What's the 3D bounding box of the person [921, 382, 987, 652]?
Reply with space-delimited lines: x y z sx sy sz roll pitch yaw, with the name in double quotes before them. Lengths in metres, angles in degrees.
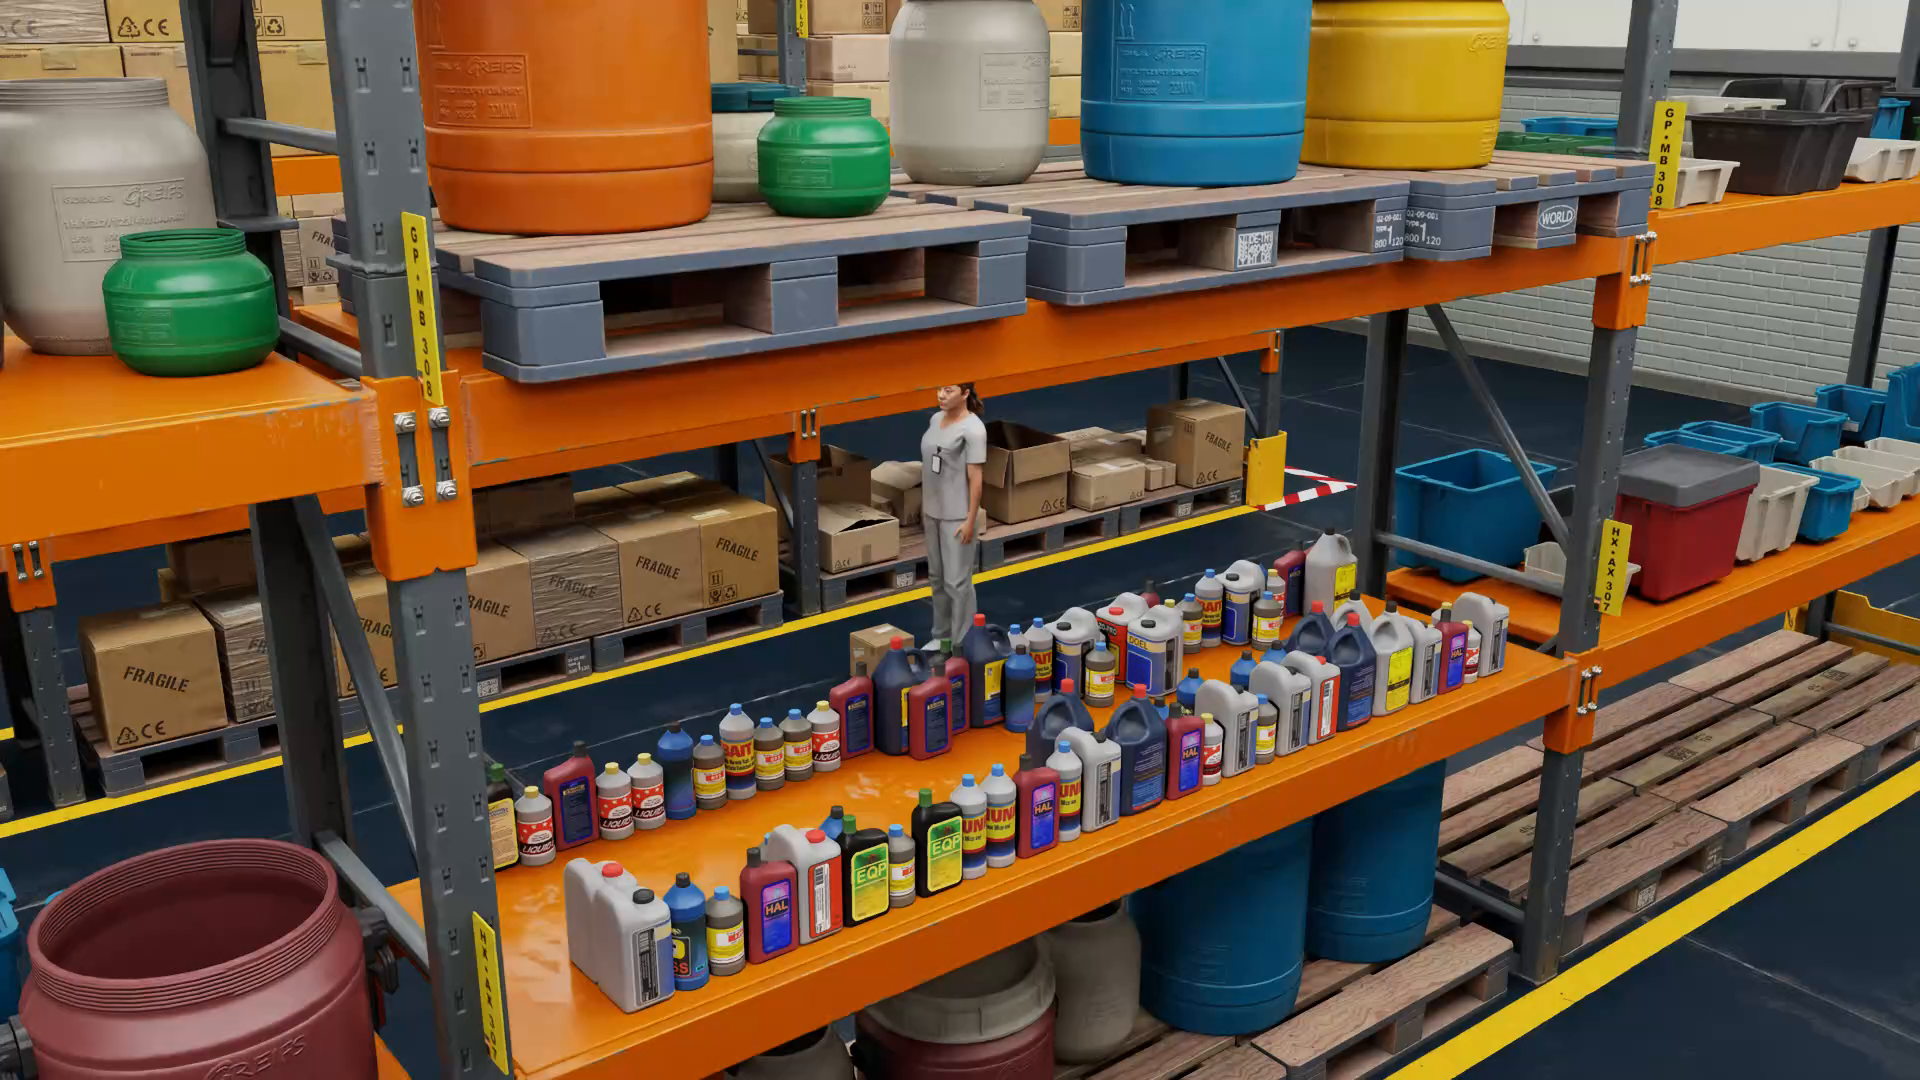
"person" -0.046 -0.109 8.997 0.391 1.725 0.477 -13 22 -35
